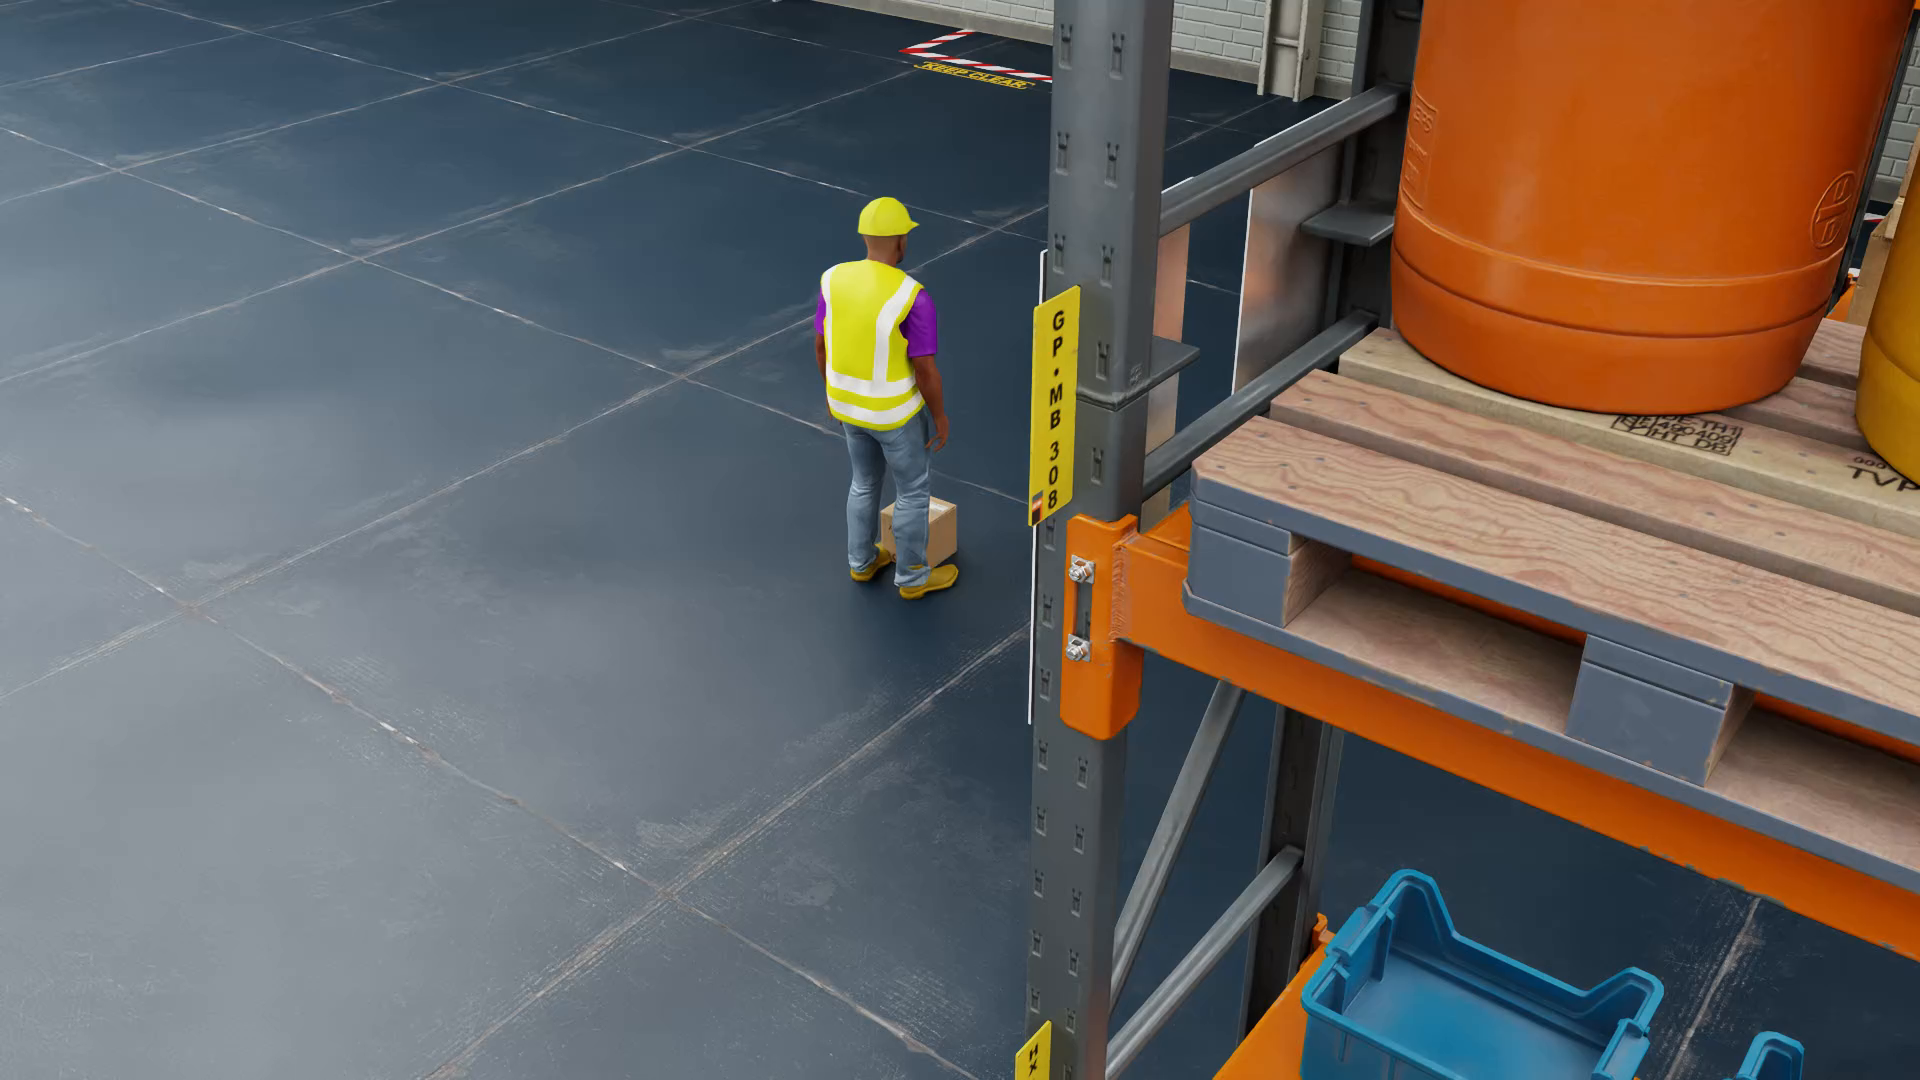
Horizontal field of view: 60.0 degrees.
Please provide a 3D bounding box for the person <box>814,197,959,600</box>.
[{"bbox_3d":[-0.320,-0.592,7.112,0.628,1.759,0.462,19,36,29],"label":"person"}]
